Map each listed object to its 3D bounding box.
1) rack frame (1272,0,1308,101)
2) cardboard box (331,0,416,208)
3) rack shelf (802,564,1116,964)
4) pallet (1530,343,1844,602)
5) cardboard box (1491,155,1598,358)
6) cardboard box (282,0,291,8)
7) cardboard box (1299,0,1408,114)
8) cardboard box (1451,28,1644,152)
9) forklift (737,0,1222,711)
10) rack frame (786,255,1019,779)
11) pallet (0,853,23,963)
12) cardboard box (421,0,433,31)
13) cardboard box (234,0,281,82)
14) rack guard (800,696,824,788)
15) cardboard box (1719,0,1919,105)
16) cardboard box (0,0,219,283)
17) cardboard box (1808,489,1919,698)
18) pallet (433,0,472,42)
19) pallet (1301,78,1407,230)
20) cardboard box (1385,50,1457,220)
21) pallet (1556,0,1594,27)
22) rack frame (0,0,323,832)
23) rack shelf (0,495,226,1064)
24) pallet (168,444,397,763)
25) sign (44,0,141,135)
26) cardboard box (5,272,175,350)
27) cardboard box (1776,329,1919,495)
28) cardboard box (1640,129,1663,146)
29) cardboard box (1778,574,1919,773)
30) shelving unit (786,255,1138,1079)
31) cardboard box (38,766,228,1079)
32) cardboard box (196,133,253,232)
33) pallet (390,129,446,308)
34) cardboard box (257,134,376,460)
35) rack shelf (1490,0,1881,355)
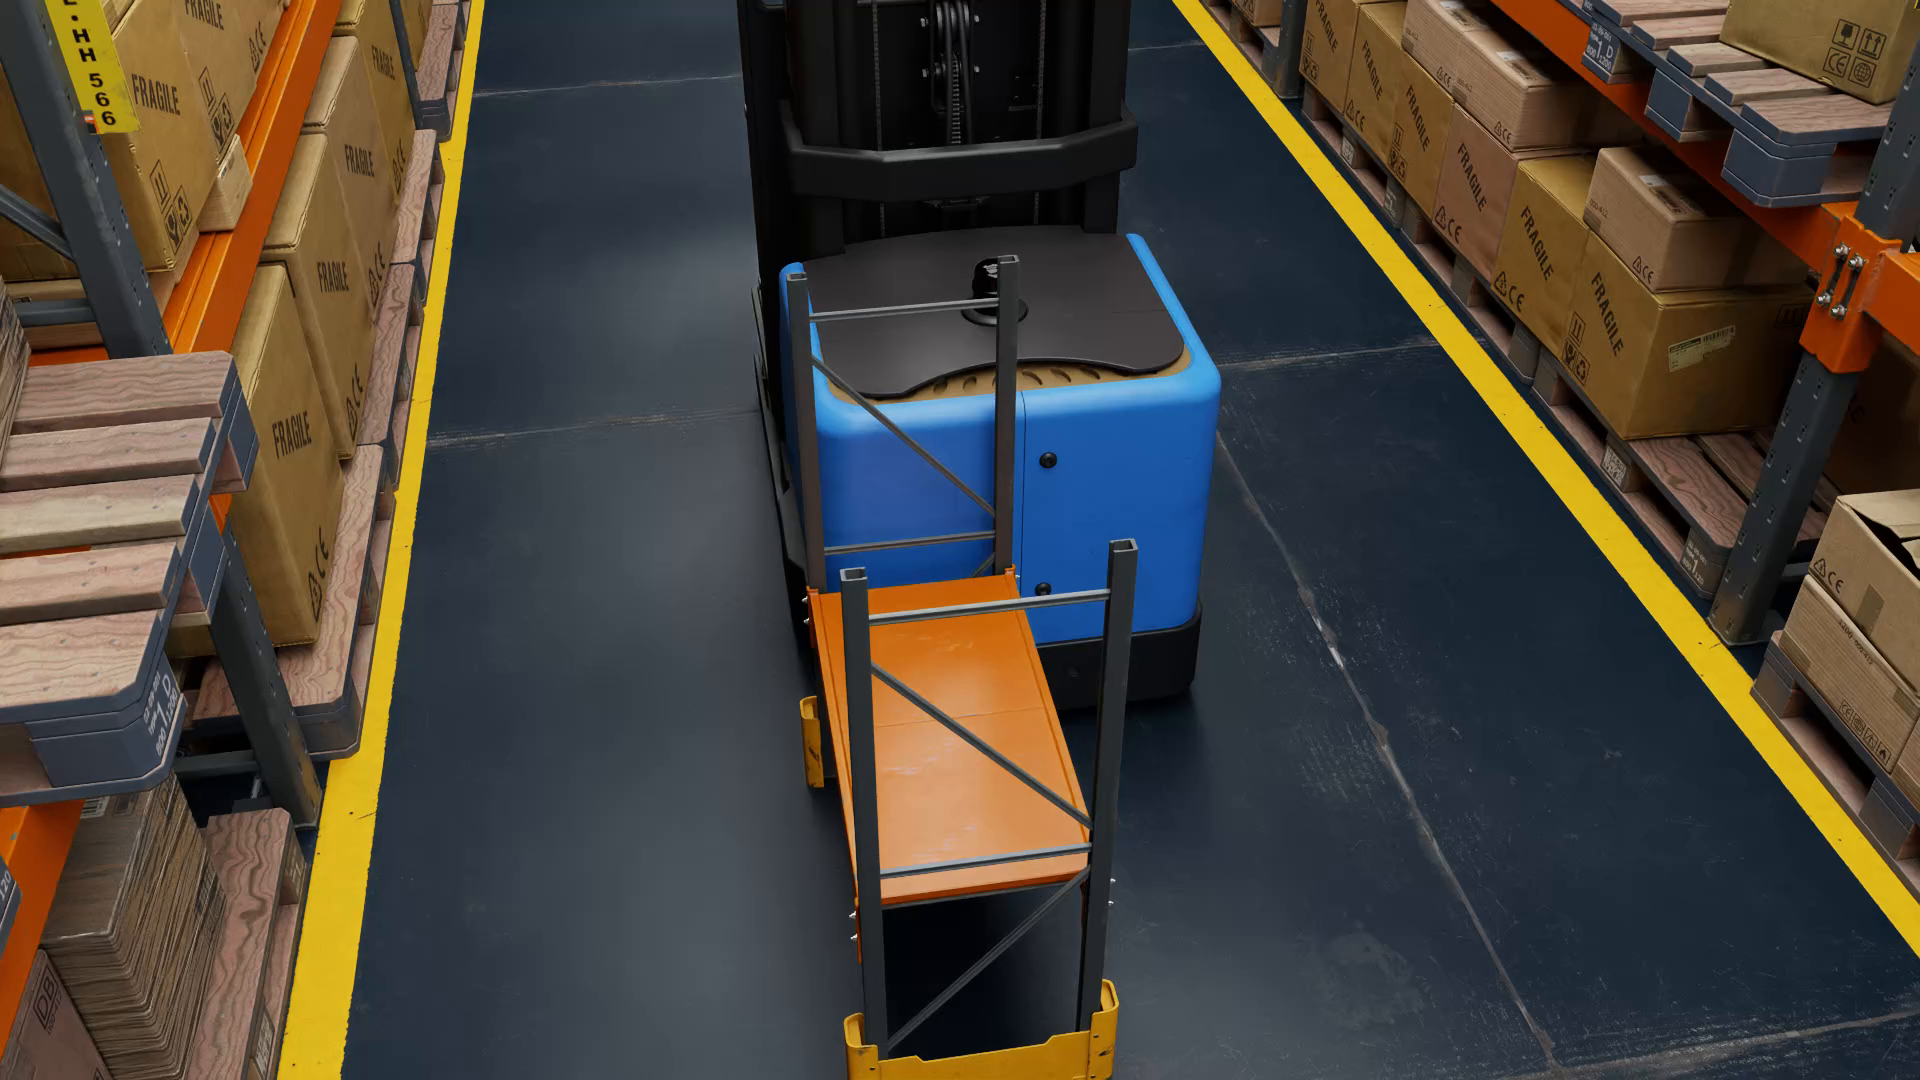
[{"bbox_3d":[2.014,-3.374,7.148,1.000,3.000,0.127,-6,38,-8],"label":"rack frame"},{"bbox_3d":[-2.620,-1.777,6.503,0.750,0.750,0.750,-6,38,-7],"label":"cardboard box"},{"bbox_3d":[-0.035,0.459,3.730,0.538,0.185,1.000,-6,38,-8],"label":"rack shelf"},{"bbox_3d":[2.622,-0.312,5.479,1.003,0.211,1.213,-6,38,-8],"label":"pallet"},{"bbox_3d":[2.230,-0.997,5.767,0.500,0.500,0.500,-8,38,-10],"label":"cardboard box"},{"bbox_3d":[-2.345,-1.802,5.313,0.380,0.149,0.250,-7,38,-9],"label":"cardboard box"},{"bbox_3d":[1.859,-2.242,7.370,0.500,0.500,0.500,-8,39,-10],"label":"cardboard box"},{"bbox_3d":[2.123,-1.631,5.973,0.500,0.250,0.500,-7,38,-9],"label":"cardboard box"},{"bbox_3d":[-0.112,-1.538,4.840,1.130,2.935,3.031,-6,38,-8],"label":"forklift"},{"bbox_3d":[-0.121,0.010,4.015,0.500,1.500,0.032,-6,38,-8],"label":"rack frame"},{"bbox_3d":[-1.774,0.844,1.875,1.003,0.211,1.213,-6,38,-8],"label":"pallet"},{"bbox_3d":[-2.977,-2.784,8.084,0.700,0.500,0.500,-7,38,-8],"label":"cardboard box"},{"bbox_3d":[-2.163,-1.526,4.429,0.500,0.500,0.500,-6,38,-8],"label":"cardboard box"},{"bbox_3d":[-0.121,0.504,4.398,0.587,0.250,0.087,-6,38,-8],"label":"rack guard"},{"bbox_3d":[2.494,-1.532,4.353,0.700,0.500,0.500,-19,42,-23],"label":"cardboard box"},{"bbox_3d":[-1.994,-0.909,3.634,0.500,0.500,0.500,-5,38,-7],"label":"cardboard box"},{"bbox_3d":[2.518,0.088,4.133,0.500,0.311,0.500,-5,38,-6],"label":"cardboard box"},{"bbox_3d":[-3.136,-2.944,8.867,1.003,0.211,1.213,-6,38,-8],"label":"pallet"},{"bbox_3d":[2.194,-1.786,7.376,1.003,0.211,1.213,-6,38,-8],"label":"pallet"},{"bbox_3d":[2.044,-1.619,6.567,0.500,0.500,0.500,-6,38,-7],"label":"cardboard box"},{"bbox_3d":[2.370,-2.056,5.608,1.003,0.211,1.213,-6,38,-8],"label":"pallet"},{"bbox_3d":[-2.161,-0.423,3.349,1.000,3.000,0.127,-6,38,-8],"label":"rack frame"},{"bbox_3d":[-1.810,1.069,2.015,1.077,0.370,4.000,-6,38,-8],"label":"rack shelf"},{"bbox_3d":[-2.225,0.194,4.828,1.003,0.211,1.213,-6,38,-8],"label":"pallet"},{"bbox_3d":[-1.629,-0.913,3.101,0.100,0.325,0.005,-6,38,-8],"label":"sign"},{"bbox_3d":[-1.991,-0.555,3.708,0.380,0.149,0.250,-7,38,-9],"label":"cardboard box"},{"bbox_3d":[2.917,-0.450,5.063,0.500,0.500,0.500,-5,38,-6],"label":"cardboard box"},{"bbox_3d":[2.640,-1.384,6.265,0.500,0.500,0.500,-7,38,-9],"label":"cardboard box"},{"bbox_3d":[2.518,0.310,4.305,0.500,0.250,0.500,-6,38,-8],"label":"cardboard box"},{"bbox_3d":[-0.037,0.312,3.626,0.587,1.500,1.083,-6,38,-8],"label":"shelving unit"},{"bbox_3d":[-1.984,0.820,3.429,0.700,0.500,0.500,-6,38,-7],"label":"cardboard box"},{"bbox_3d":[-1.990,-0.878,4.124,0.380,0.149,0.250,-5,38,-7],"label":"cardboard box"},{"bbox_3d":[-2.653,-1.280,6.725,1.003,0.211,1.213,-6,38,-8],"label":"pallet"},{"bbox_3d":[-2.308,-0.728,5.152,0.750,0.750,0.750,-6,38,-8],"label":"cardboard box"},{"bbox_3d":[2.365,-1.882,5.814,1.077,0.370,4.000,-6,38,-8],"label":"rack shelf"}]
